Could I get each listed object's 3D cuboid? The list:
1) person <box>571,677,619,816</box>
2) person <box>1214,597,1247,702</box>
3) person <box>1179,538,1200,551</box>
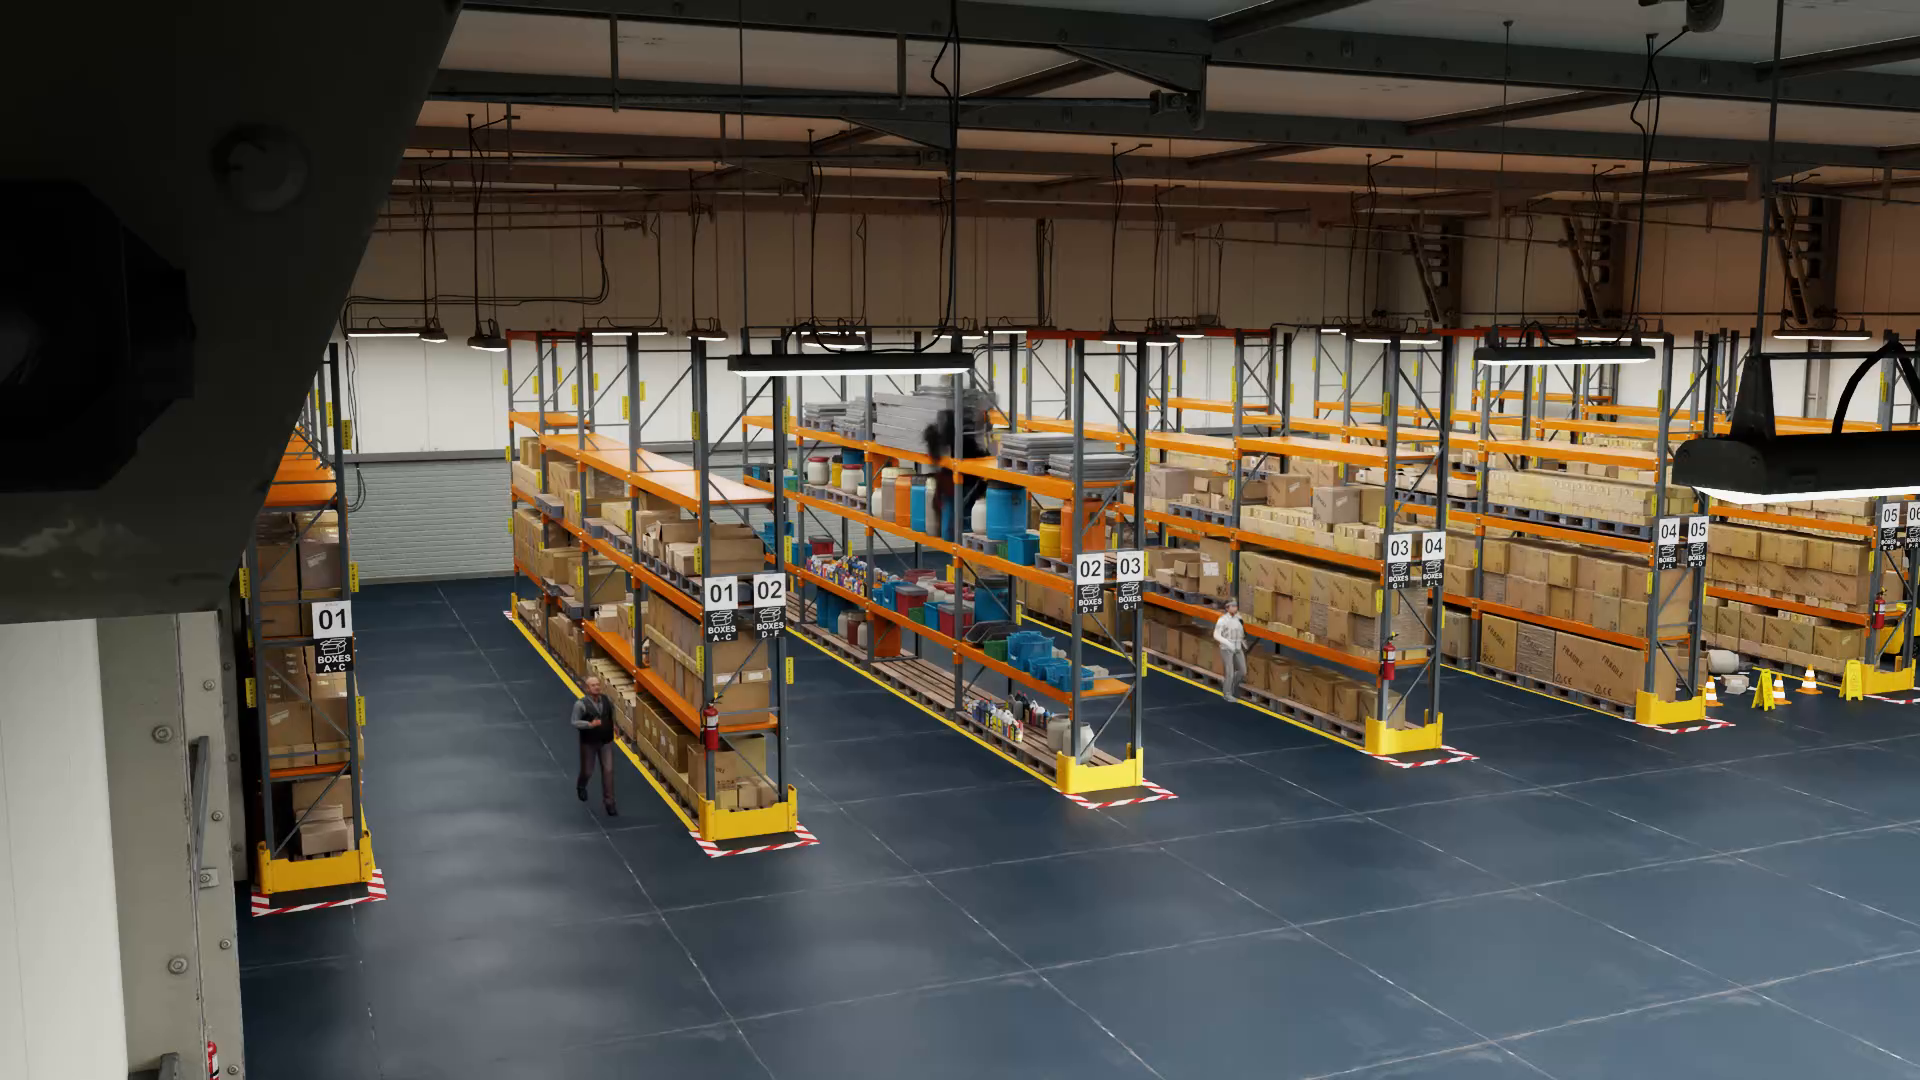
[{"bbox_3d":[-4.630,2.589,21.174,0.657,1.704,0.971,-5,9,-30],"label":"person"},{"bbox_3d":[4.251,1.707,25.862,0.592,1.666,0.481,-4,9,-26],"label":"person"},{"bbox_3d":[5.721,-0.140,41.573,0.678,1.742,0.733,6,10,37],"label":"person"}]
